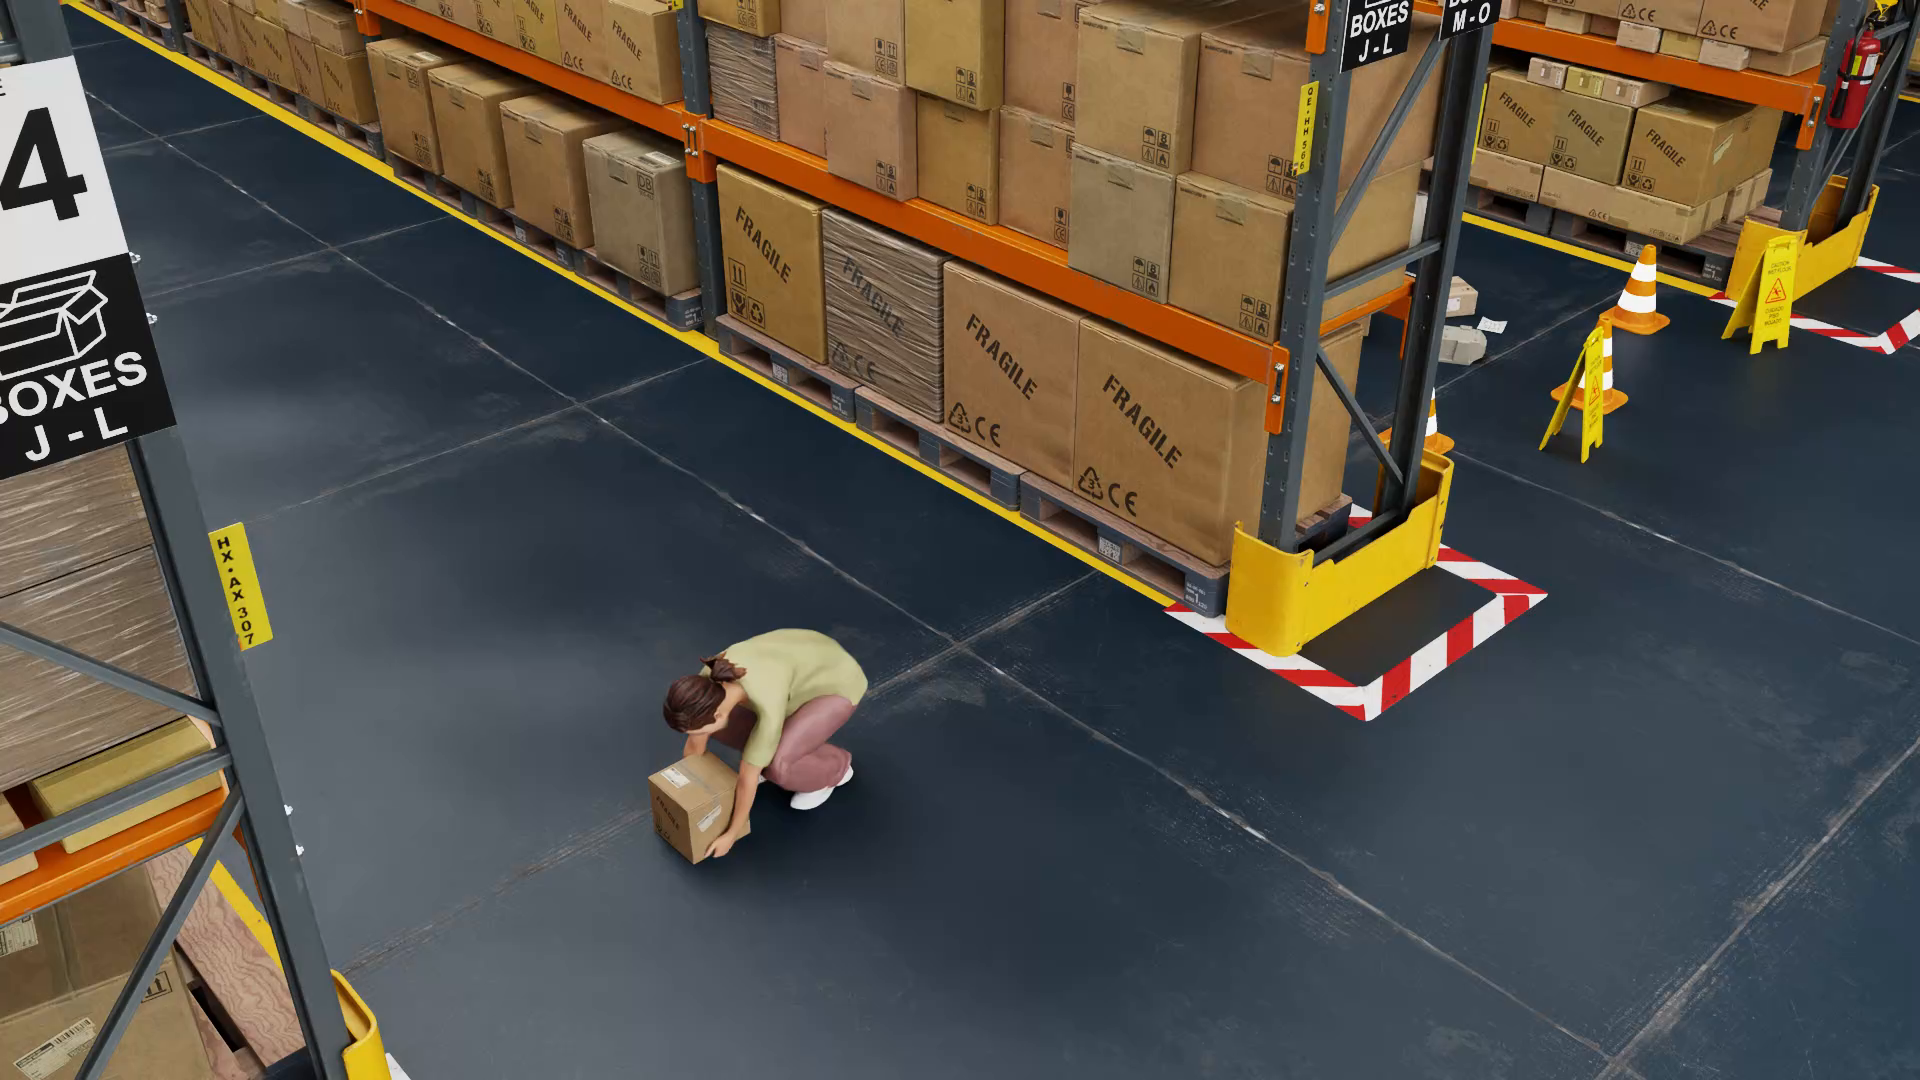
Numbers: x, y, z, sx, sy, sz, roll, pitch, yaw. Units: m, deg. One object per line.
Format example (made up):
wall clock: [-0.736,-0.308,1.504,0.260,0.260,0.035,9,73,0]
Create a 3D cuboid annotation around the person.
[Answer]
person: [-0.704,0.671,6.013,0.835,0.817,0.468,-26,41,-36]
